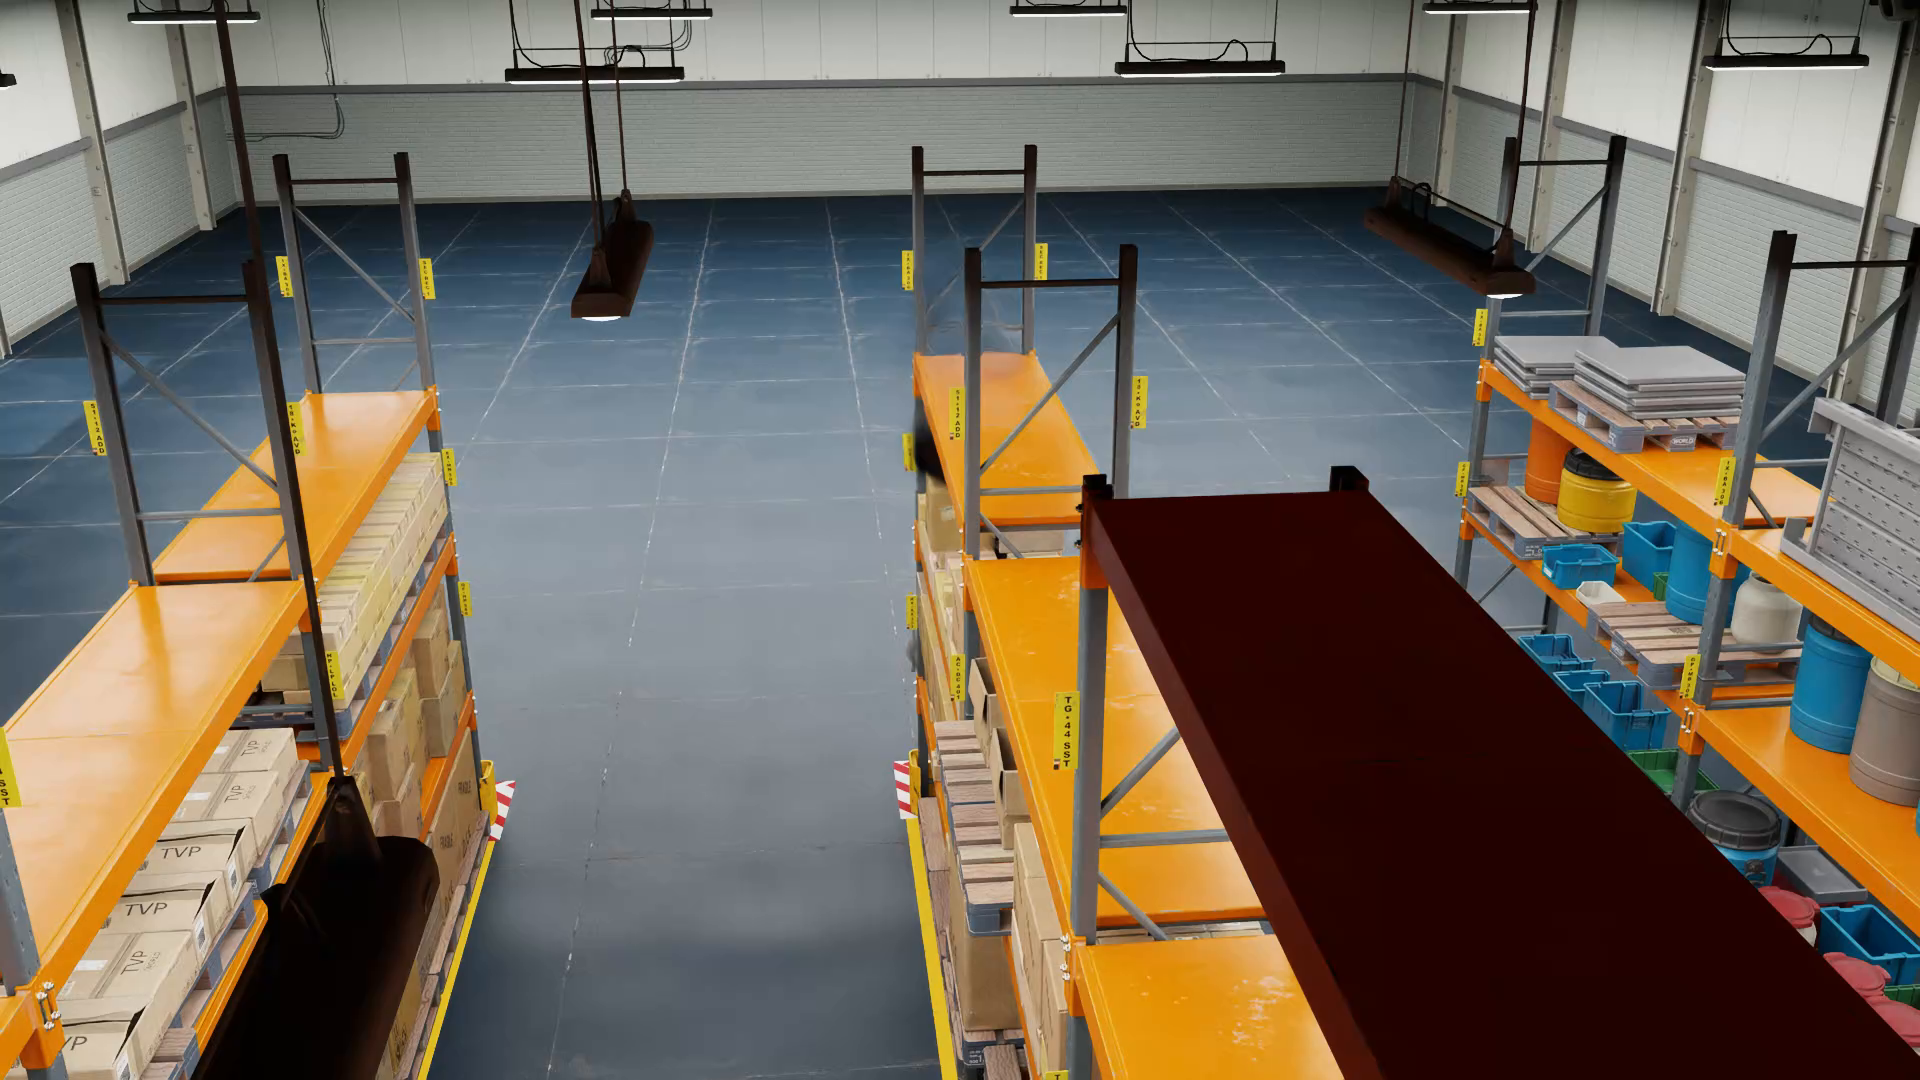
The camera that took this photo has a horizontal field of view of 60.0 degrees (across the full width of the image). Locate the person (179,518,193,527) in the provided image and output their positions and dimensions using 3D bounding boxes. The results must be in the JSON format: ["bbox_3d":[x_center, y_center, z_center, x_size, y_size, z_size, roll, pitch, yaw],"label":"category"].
[{"bbox_3d":[-8.169,0.509,18.269,0.910,1.622,0.615,13,25,29],"label":"person"}]

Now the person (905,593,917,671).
[{"bbox_3d":[-0.275,0.930,17.049,0.588,1.630,0.841,-20,29,-41],"label":"person"}]
